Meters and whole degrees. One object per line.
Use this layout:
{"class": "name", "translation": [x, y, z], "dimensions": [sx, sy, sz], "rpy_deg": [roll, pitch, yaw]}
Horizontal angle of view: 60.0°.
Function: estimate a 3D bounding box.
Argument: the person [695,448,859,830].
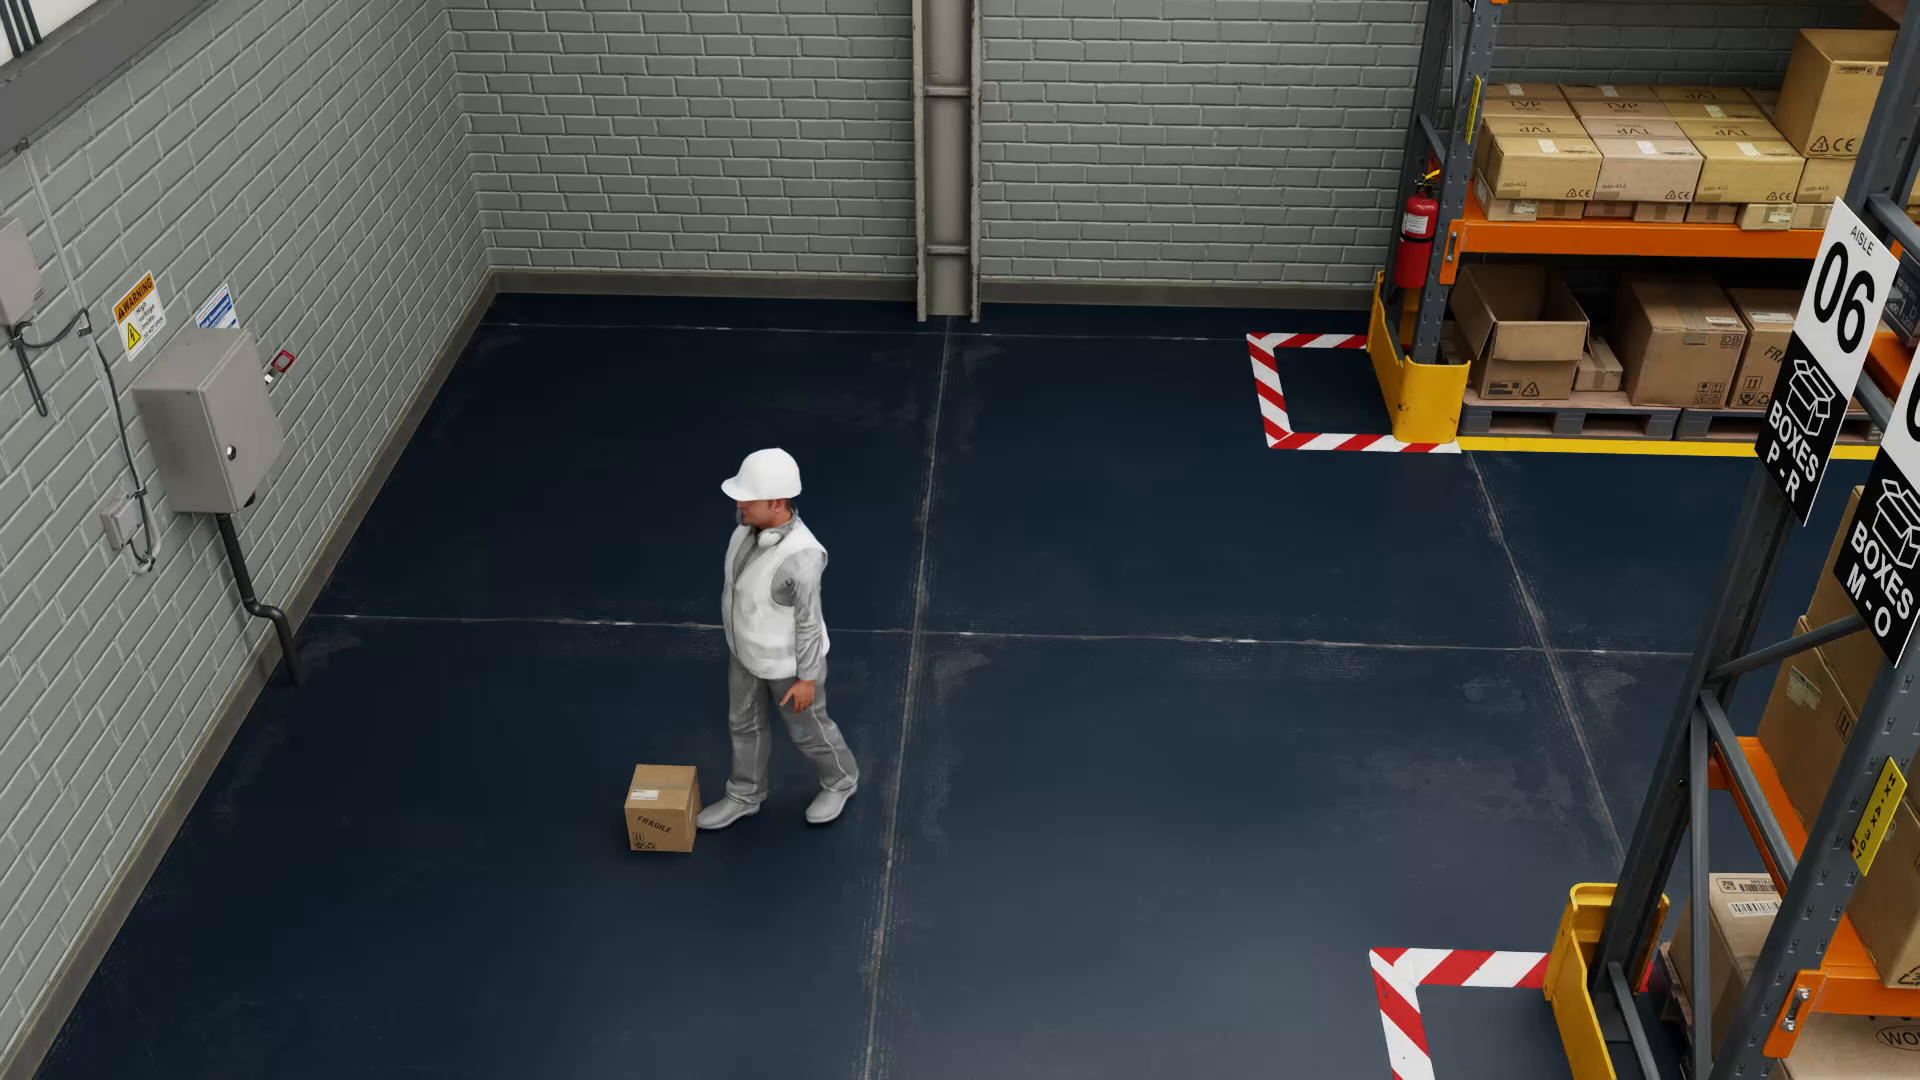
{"class": "person", "translation": [-0.740, 0.435, 6.474], "dimensions": [0.690, 1.769, 0.532], "rpy_deg": [-23, 41, -29]}
